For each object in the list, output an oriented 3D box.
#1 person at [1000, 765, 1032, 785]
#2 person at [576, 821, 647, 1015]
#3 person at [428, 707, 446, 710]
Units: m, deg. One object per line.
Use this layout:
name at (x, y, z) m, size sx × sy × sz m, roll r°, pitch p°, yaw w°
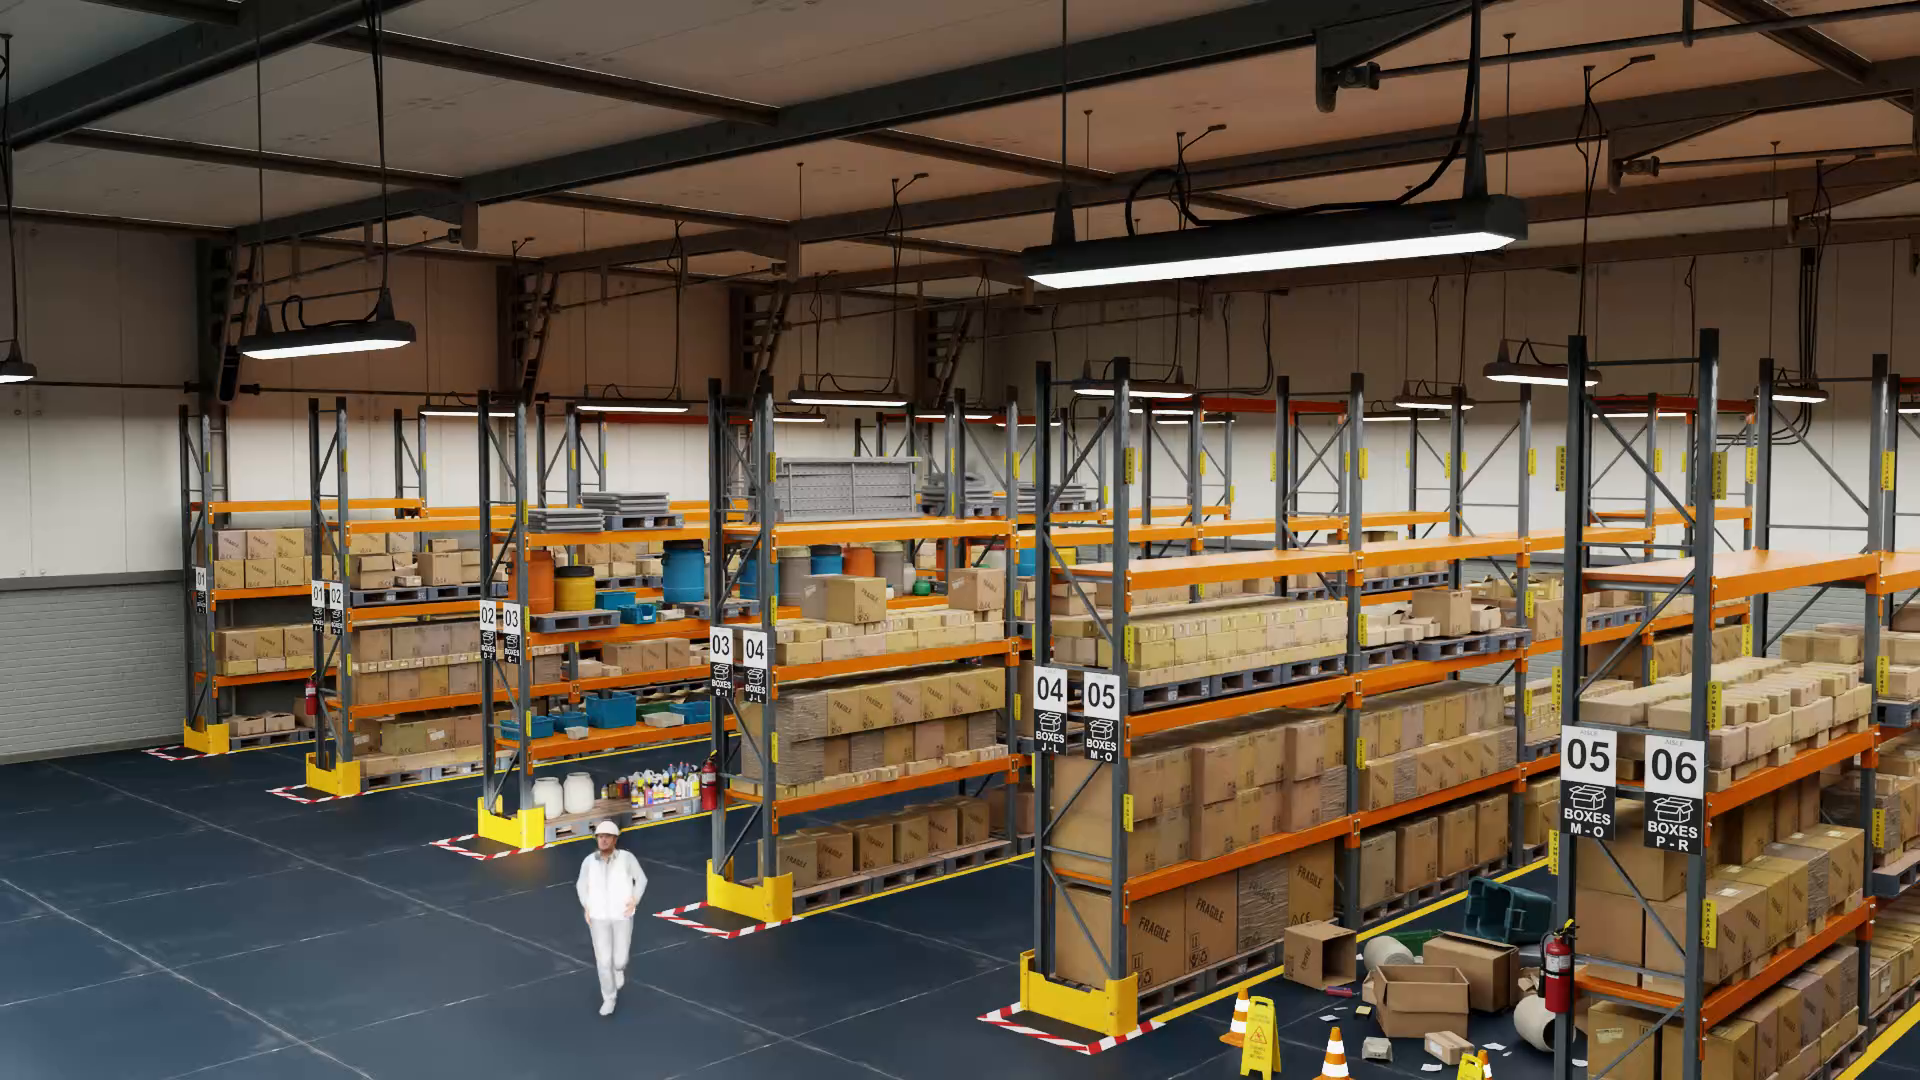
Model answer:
person at (0.876, 2.909, 25.676) m, size 0.640 × 1.824 × 0.814 m, roll 2°, pitch 4°, yaw 34°
person at (-3.256, 3.485, 15.524) m, size 0.660 × 1.748 × 0.601 m, roll 0°, pitch 3°, yaw -5°
person at (-9.026, 2.833, 28.767) m, size 0.575 × 1.661 × 0.560 m, roll 2°, pitch 3°, yaw 27°
